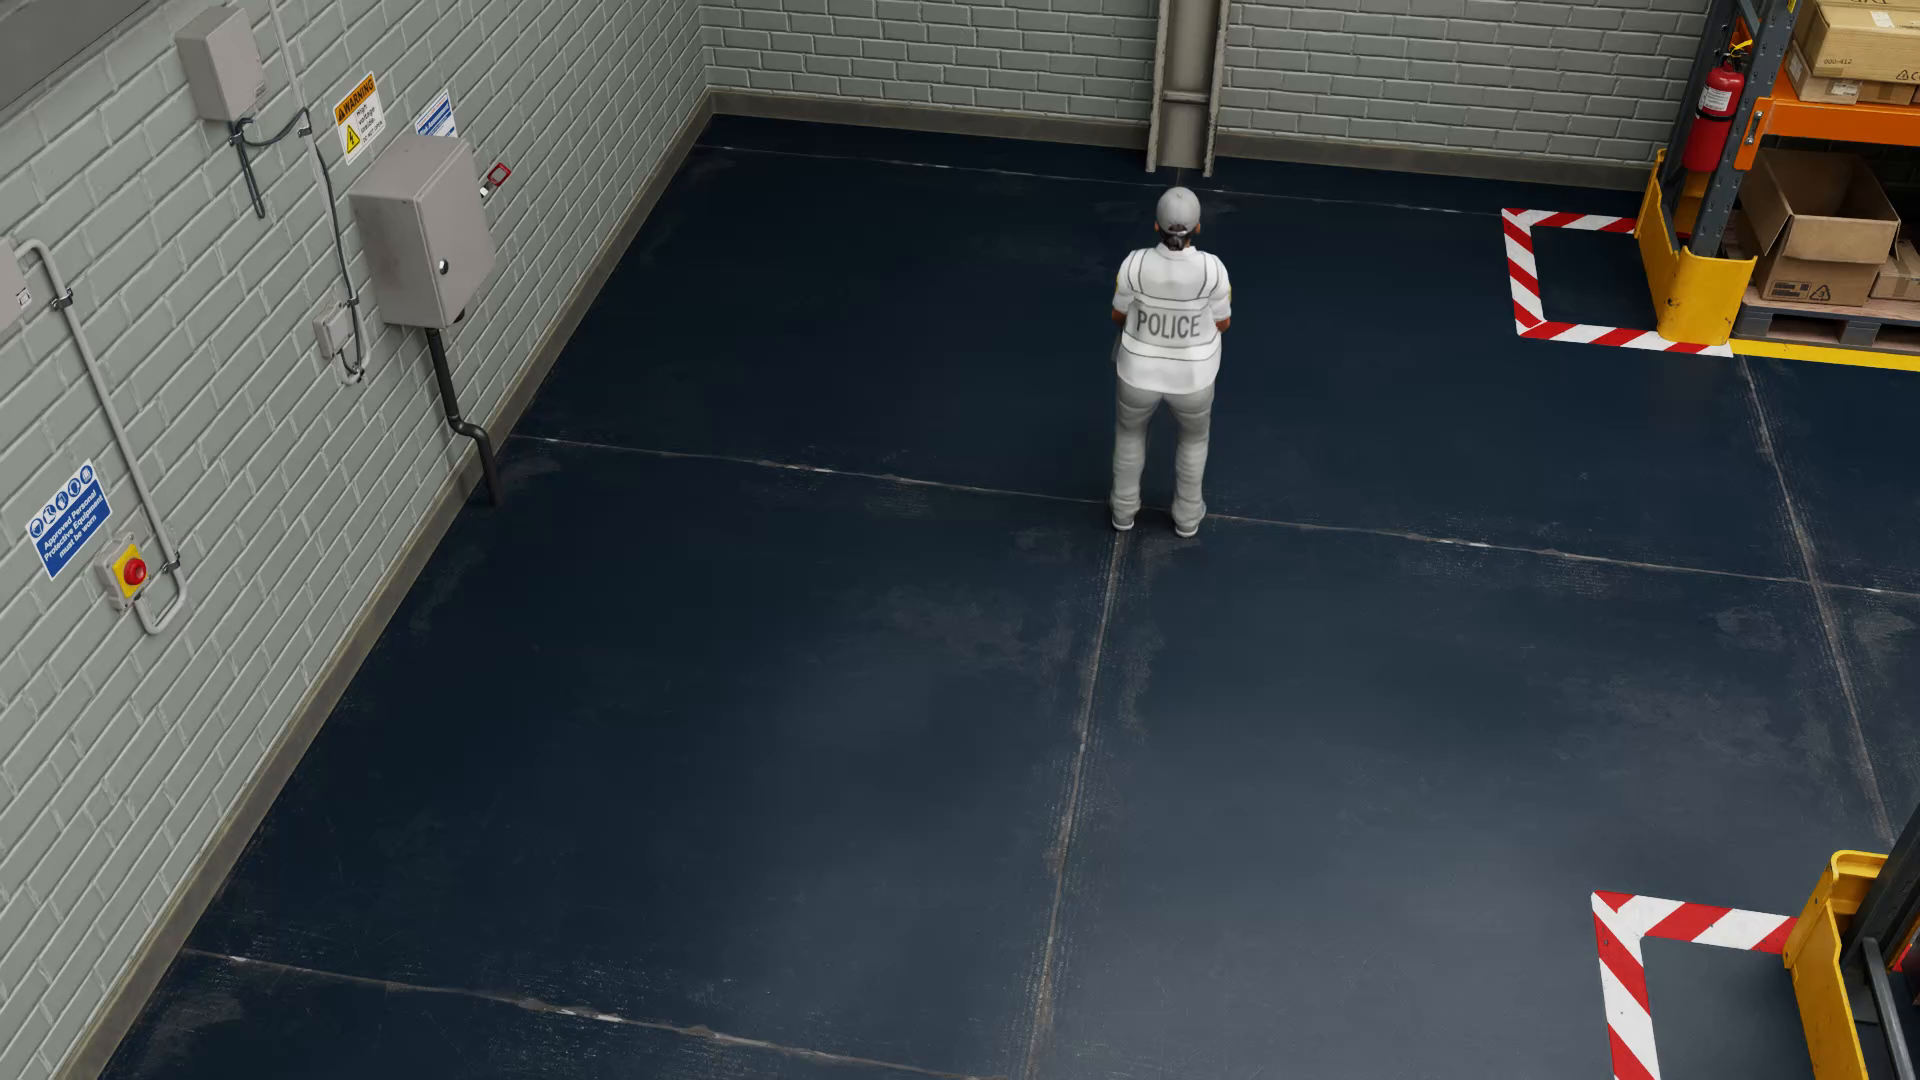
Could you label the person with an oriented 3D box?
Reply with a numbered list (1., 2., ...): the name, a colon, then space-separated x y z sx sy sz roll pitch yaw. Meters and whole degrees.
1. person: 0.870 -0.749 7.017 0.487 1.670 0.503 6 41 7
